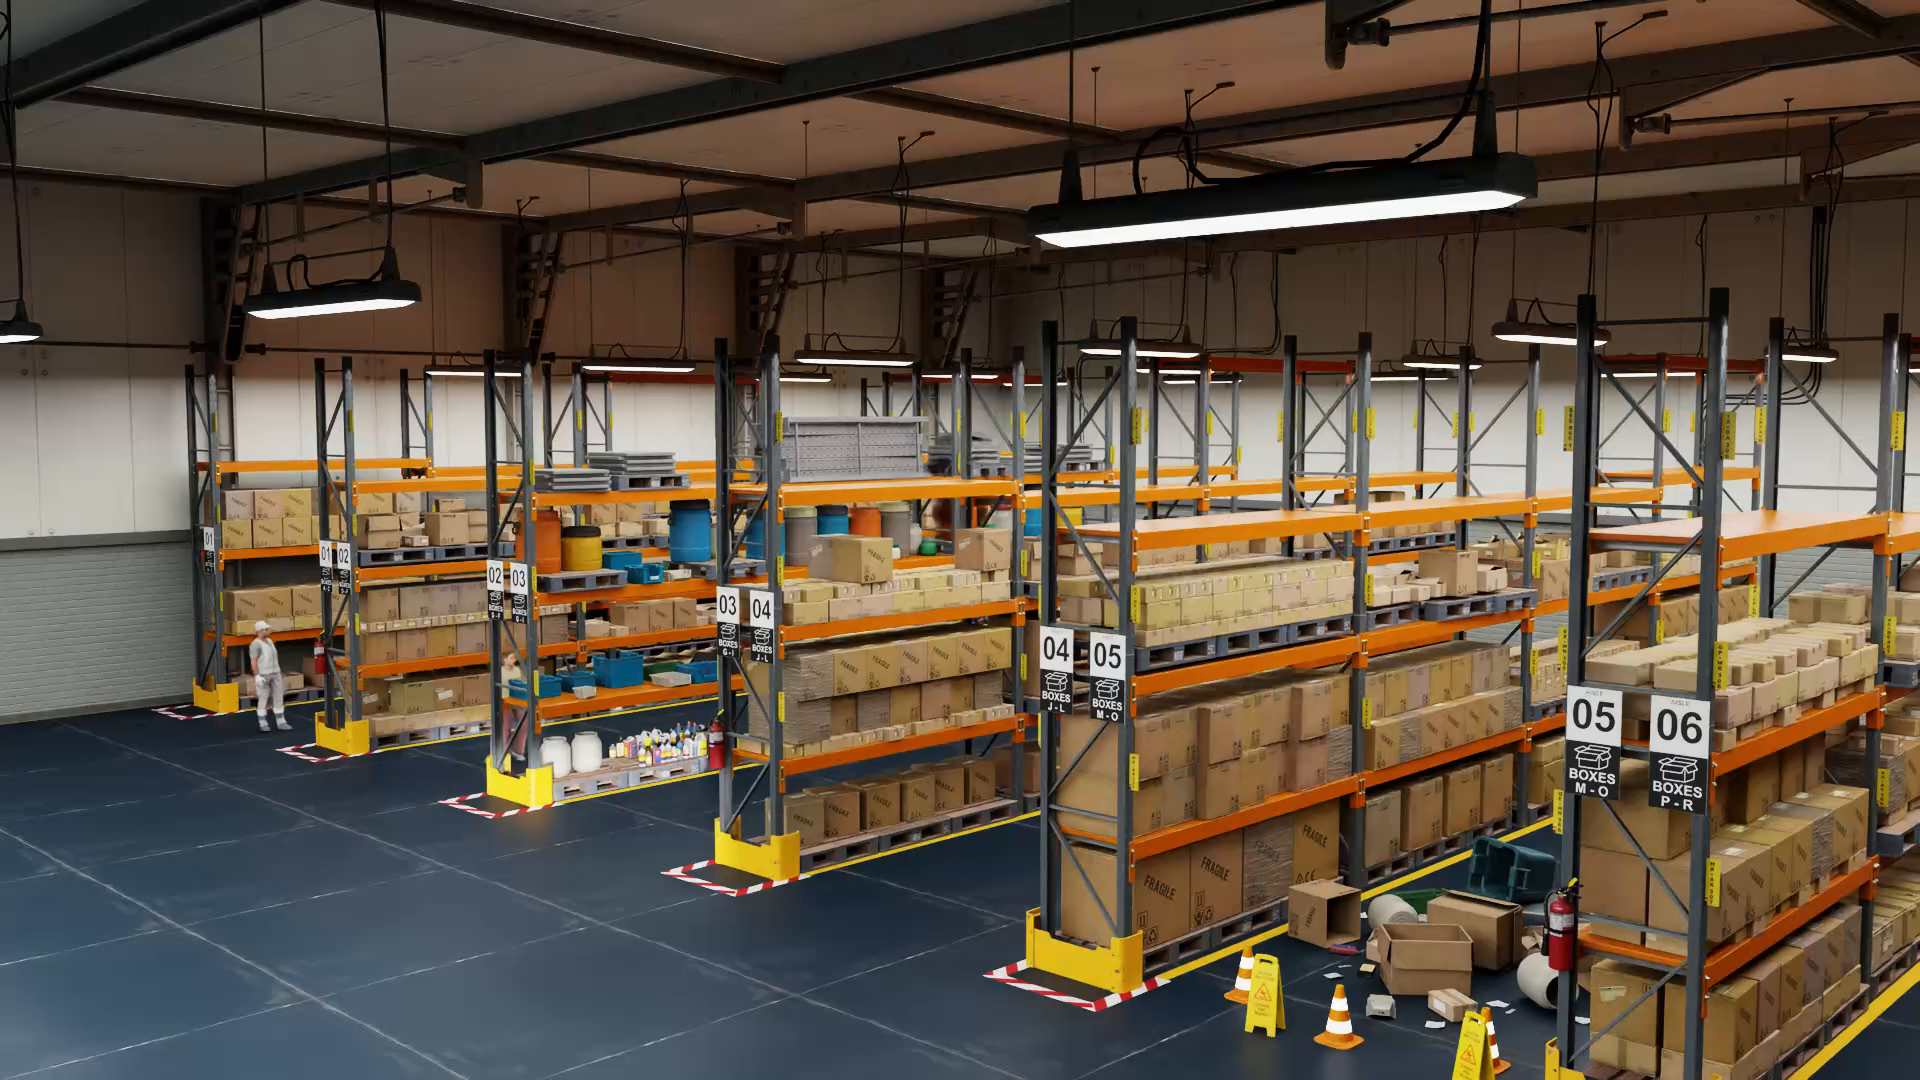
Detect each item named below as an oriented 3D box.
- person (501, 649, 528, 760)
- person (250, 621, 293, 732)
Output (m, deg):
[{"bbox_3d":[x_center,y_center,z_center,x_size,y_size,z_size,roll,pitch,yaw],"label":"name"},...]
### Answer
[{"bbox_3d":[-6.660,2.479,24.642,0.375,1.735,0.534,4,6,44],"label":"person"},{"bbox_3d":[-11.193,2.204,27.007,0.576,1.789,0.634,3,5,31],"label":"person"}]
